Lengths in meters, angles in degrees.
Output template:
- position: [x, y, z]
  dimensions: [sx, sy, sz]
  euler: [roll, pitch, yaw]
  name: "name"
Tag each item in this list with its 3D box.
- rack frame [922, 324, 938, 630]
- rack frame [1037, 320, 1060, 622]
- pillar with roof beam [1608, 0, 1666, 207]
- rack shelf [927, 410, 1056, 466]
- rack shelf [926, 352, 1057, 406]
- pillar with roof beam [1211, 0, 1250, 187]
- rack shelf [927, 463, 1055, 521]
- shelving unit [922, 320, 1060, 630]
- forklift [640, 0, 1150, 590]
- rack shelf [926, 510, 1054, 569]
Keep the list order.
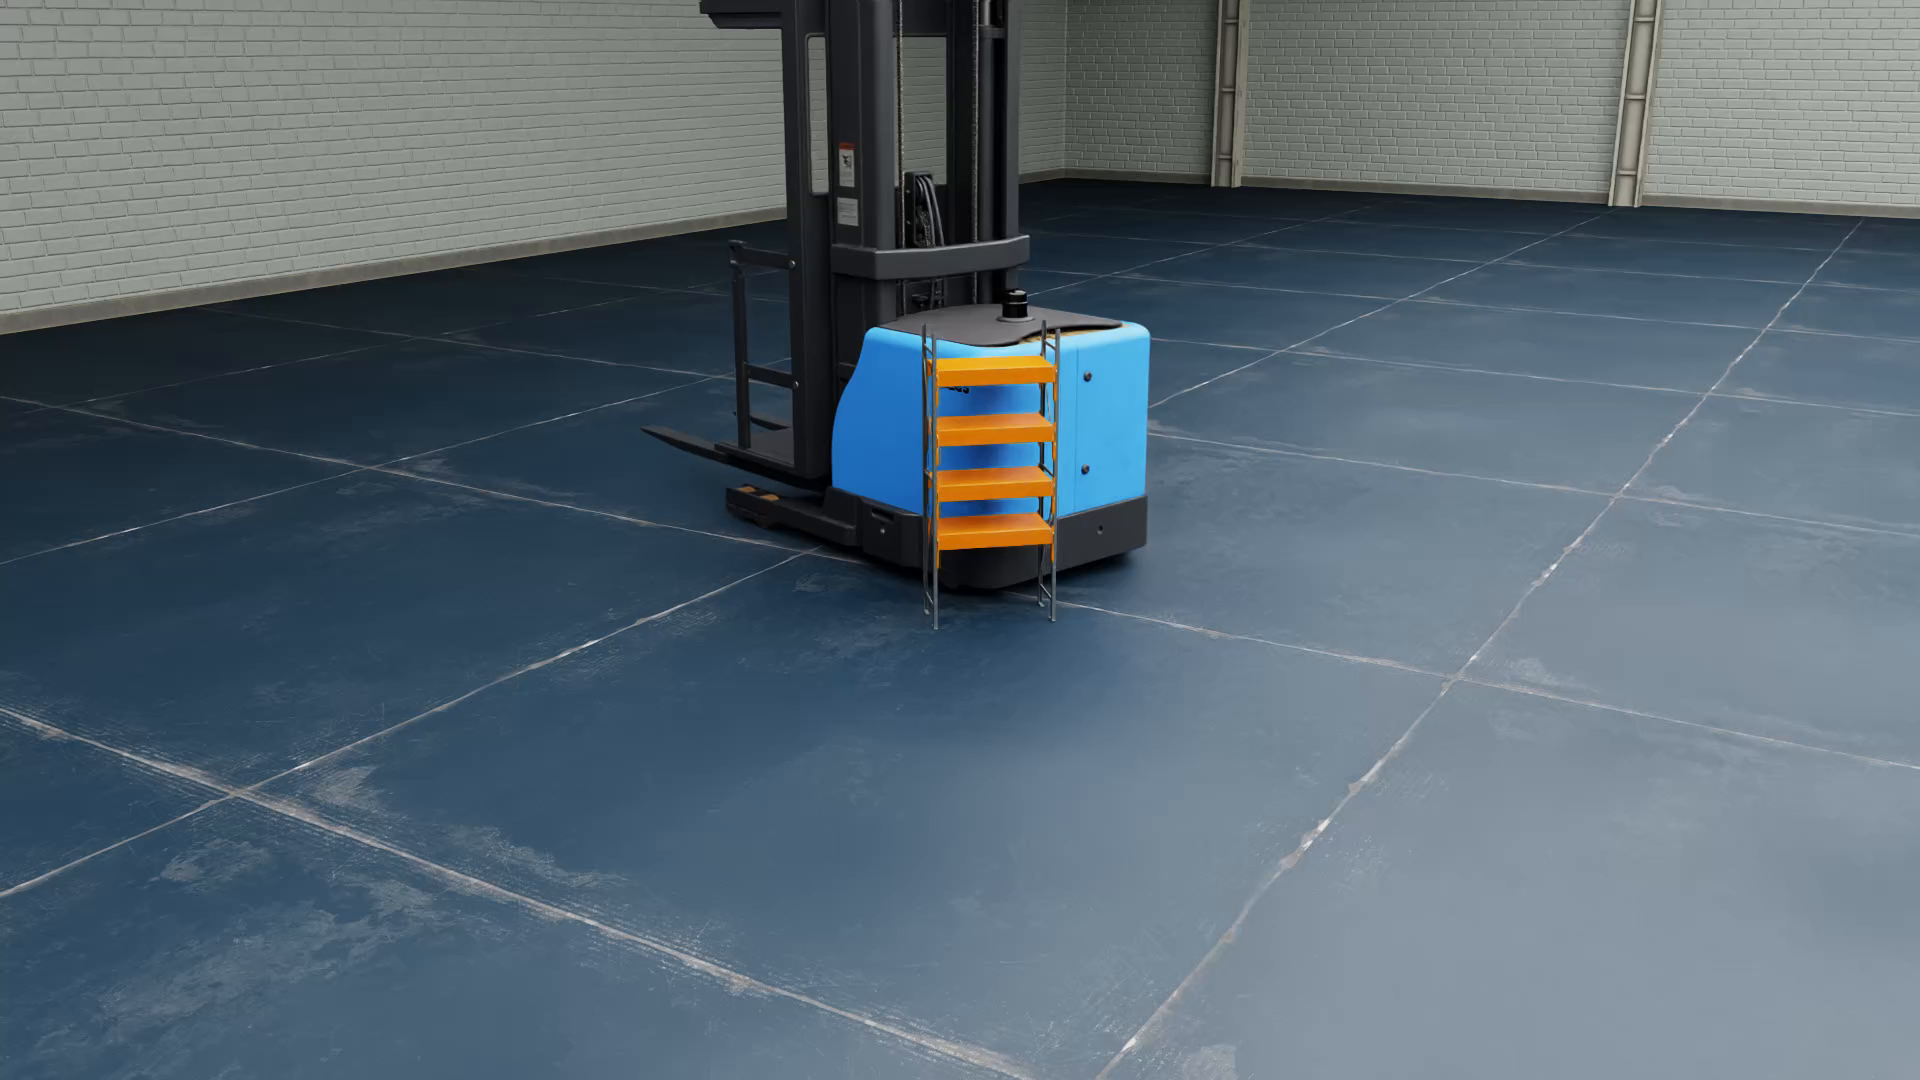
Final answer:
- position: [-0.121, -0.246, 6.627]
  dimensions: [0.015, 1.200, 0.240]
  euler: [-3, 17, -11]
  name: "rack frame"
- position: [0.358, -0.274, 6.720]
  dimensions: [0.015, 1.200, 0.240]
  euler: [-3, 17, -11]
  name: "rack frame"
- position: [7.073, -7.933, 18.513]
  dimensions: [0.400, 9.000, 9.100]
  euler: [10, 20, 30]
  name: "pillar with roof beam"
- position: [0.118, -0.410, 6.628]
  dimensions: [0.480, 0.148, 0.258]
  euler: [-3, 17, -11]
  name: "rack shelf"
- position: [0.118, -0.636, 6.559]
  dimensions: [0.480, 0.148, 0.258]
  euler: [-3, 17, -11]
  name: "rack shelf"
- position: [1.961, -8.845, 21.517]
  dimensions: [0.400, 9.000, 9.100]
  euler: [10, 20, 30]
  name: "pillar with roof beam"
- position: [0.118, -0.196, 6.693]
  dimensions: [0.480, 0.148, 0.258]
  euler: [-3, 17, -11]
  name: "rack shelf"
- position: [0.118, -0.260, 6.674]
  dimensions: [0.503, 1.200, 0.258]
  euler: [-3, 17, -11]
  name: "shelving unit"
- position: [-0.505, -1.546, 7.928]
  dimensions: [1.130, 2.935, 3.031]
  euler: [-15, 22, -40]
  name: "forklift"
- position: [0.118, -0.006, 6.751]
  dimensions: [0.480, 0.148, 0.258]
  euler: [-3, 17, -11]
  name: "rack shelf"
